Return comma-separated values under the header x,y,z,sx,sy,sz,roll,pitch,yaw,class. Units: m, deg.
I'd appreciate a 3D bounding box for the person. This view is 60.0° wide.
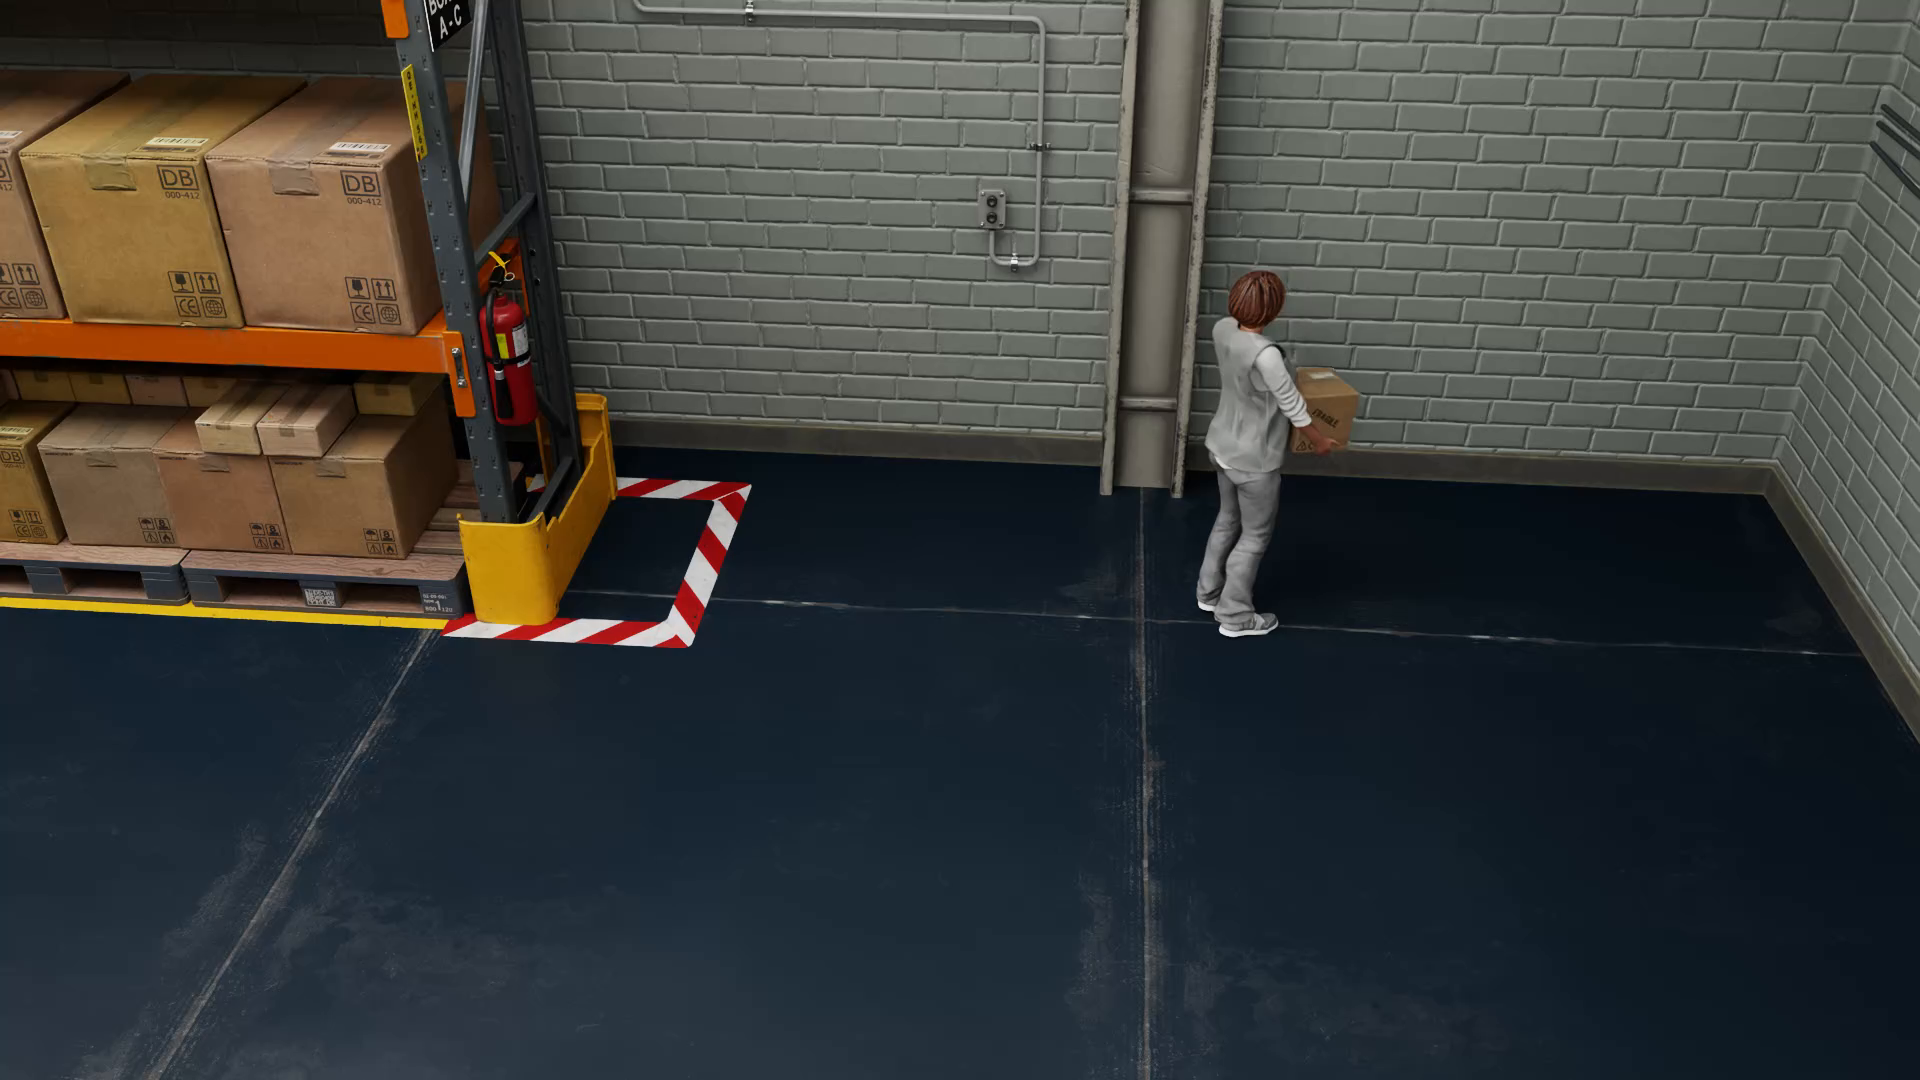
x,y,z,sx,sy,sz,roll,pitch,yaw,class
1.153,-0.343,6.687,0.342,1.593,0.486,-13,35,-20,person
